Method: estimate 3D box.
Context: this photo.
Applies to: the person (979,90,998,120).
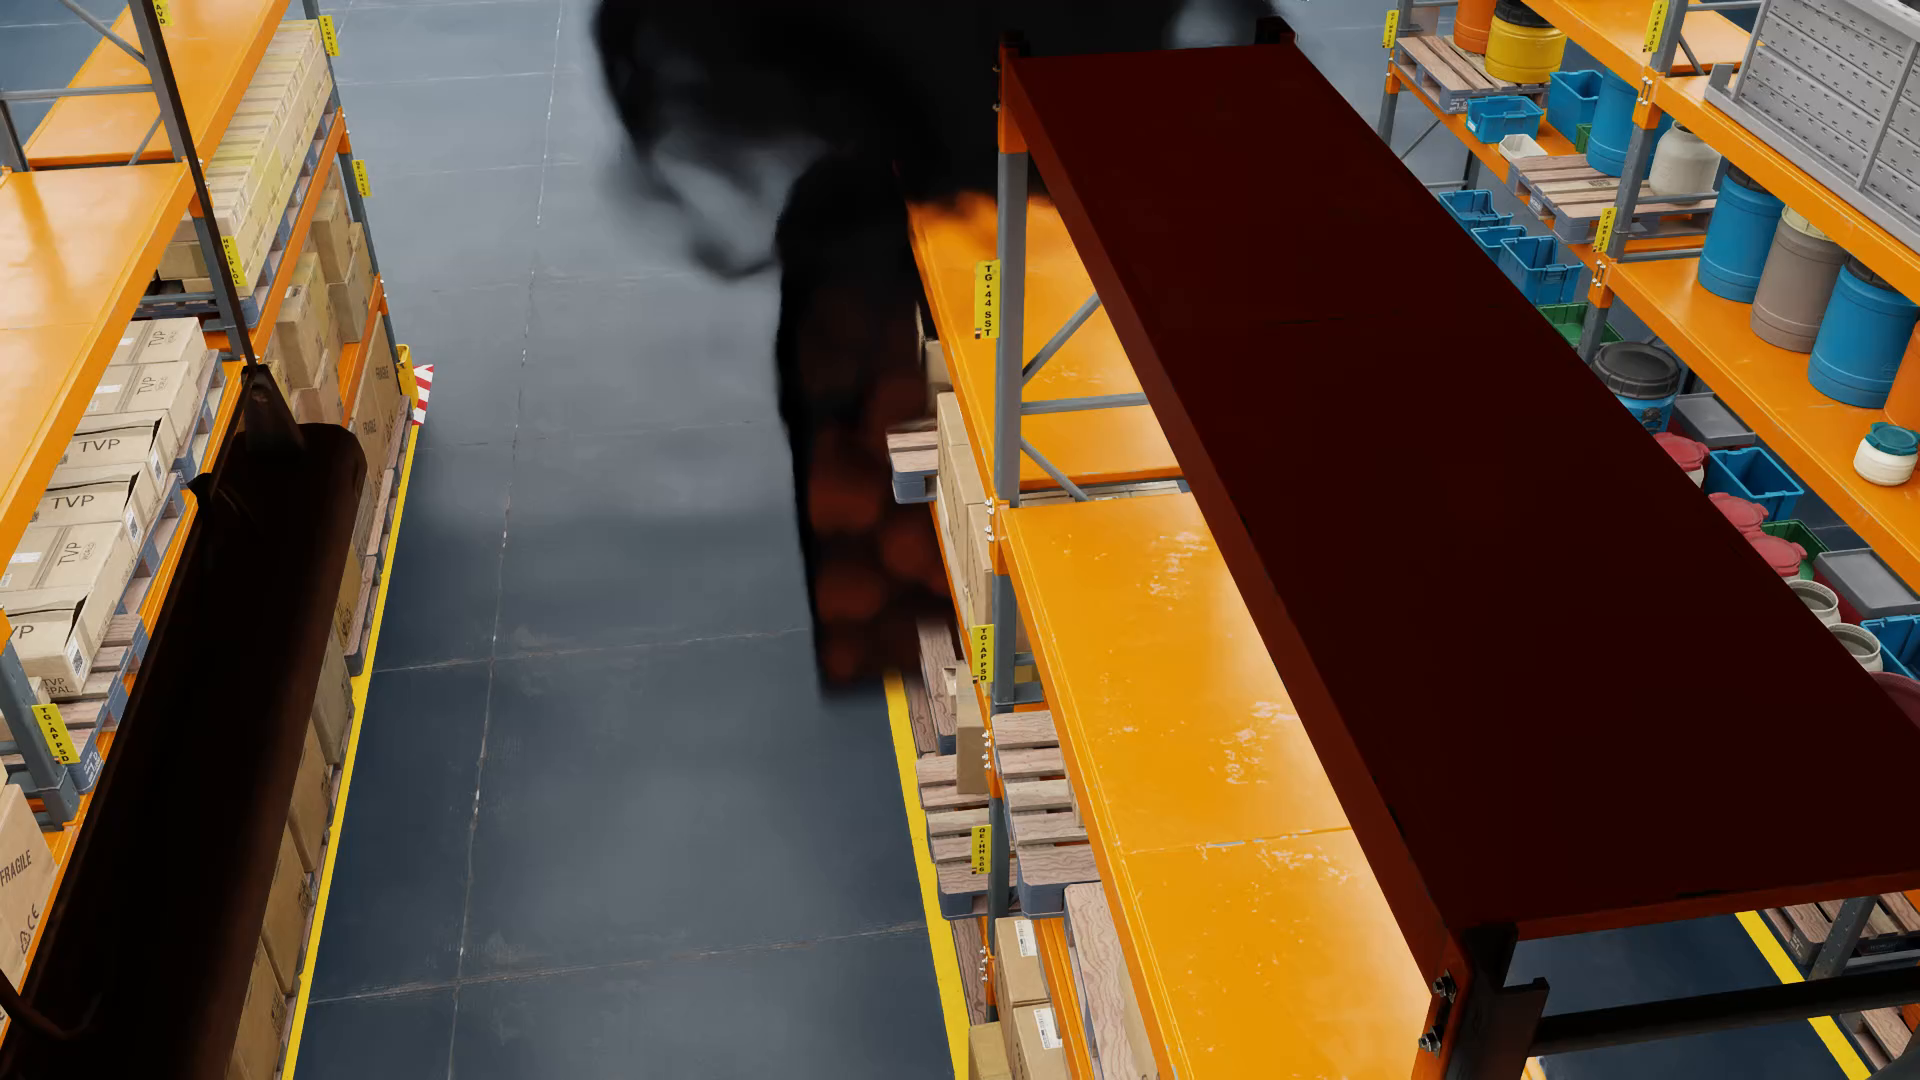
[{"bbox_3d":[0.386,-4.789,18.476,0.853,1.774,0.698,13,38,17],"label":"person"}]
